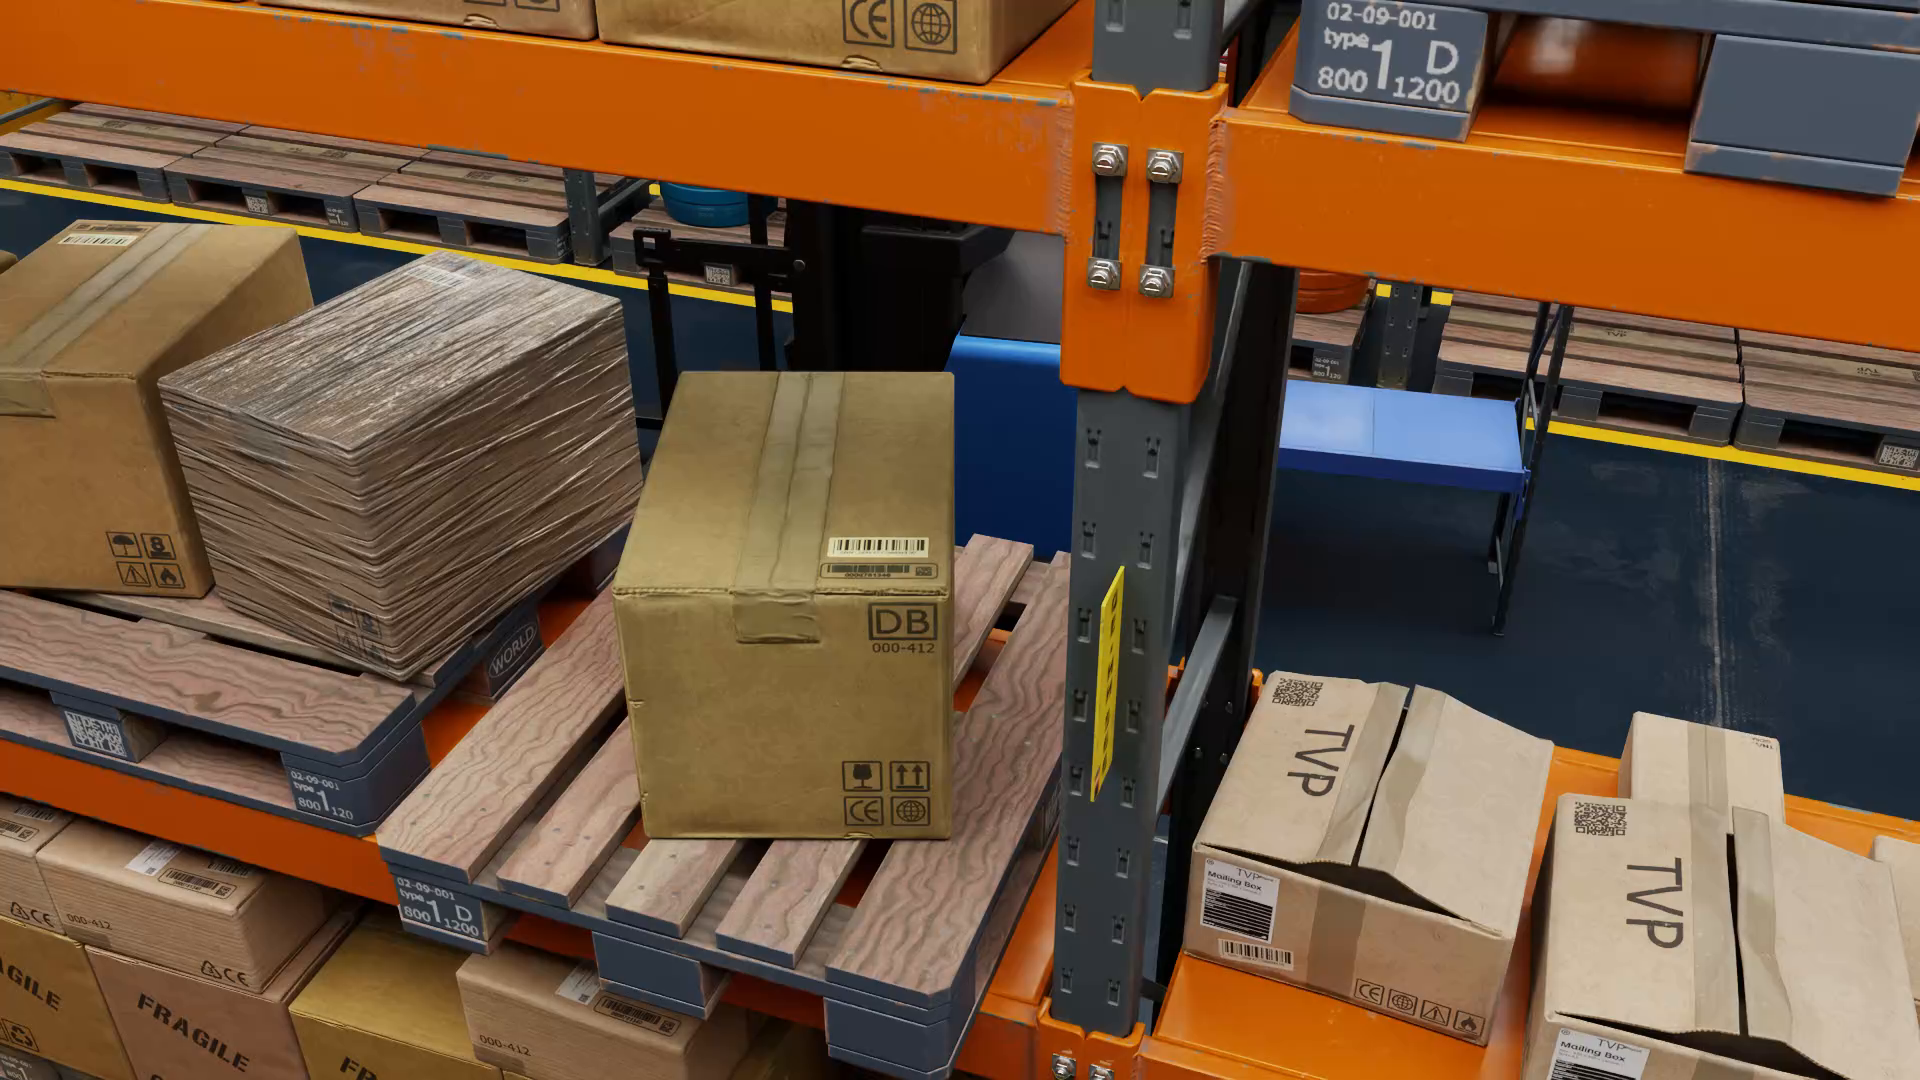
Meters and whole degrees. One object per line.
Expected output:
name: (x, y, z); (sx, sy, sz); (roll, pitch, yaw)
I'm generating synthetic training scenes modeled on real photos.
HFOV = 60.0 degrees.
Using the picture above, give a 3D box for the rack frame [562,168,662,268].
rack frame: (-1.722, -2.894, 7.967); (0.127, 3.000, 1.000); (11, 34, 16)

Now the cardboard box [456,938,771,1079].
cardboard box: (-0.645, 0.858, 3.364); (0.500, 0.250, 0.500); (12, 35, 18)

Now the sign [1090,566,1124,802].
sign: (0.195, 0.192, 2.192); (0.005, 0.325, 0.100); (11, 34, 16)

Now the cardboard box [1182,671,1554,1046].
cardboard box: (0.697, 0.493, 2.803); (0.500, 0.311, 0.500); (13, 35, 19)

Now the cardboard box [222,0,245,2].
cardboard box: (-1.023, -1.187, 2.465); (0.500, 0.500, 0.910); (11, 34, 16)

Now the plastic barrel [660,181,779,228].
plastic barrel: (-1.216, -2.080, 8.254); (0.708, 0.901, 0.600); (11, 34, 16)

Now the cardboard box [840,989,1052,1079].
cardboard box: (0.037, 1.003, 3.830); (0.500, 0.500, 0.500); (12, 35, 18)

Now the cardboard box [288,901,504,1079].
cardboard box: (-1.078, 1.086, 3.702); (0.500, 0.500, 0.500); (10, 34, 15)

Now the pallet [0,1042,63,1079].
pallet: (-2.618, 0.936, 4.606); (1.213, 0.211, 1.003); (11, 34, 16)

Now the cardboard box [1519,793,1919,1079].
cardboard box: (1.146, 0.667, 2.534); (0.500, 0.311, 0.500); (11, 34, 16)

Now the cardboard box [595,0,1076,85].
cardboard box: (-0.053, -0.998, 2.173); (0.500, 0.500, 0.910); (11, 34, 16)

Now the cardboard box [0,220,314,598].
cardboard box: (-1.713, -0.292, 3.457); (0.500, 0.500, 0.700); (3, 33, 4)

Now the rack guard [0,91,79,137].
rack guard: (-5.514, -2.573, 9.775); (0.348, 0.500, 1.175); (11, 34, 16)

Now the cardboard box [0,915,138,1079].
cardboard box: (-2.050, 0.900, 3.989); (0.500, 0.500, 0.500); (11, 35, 17)

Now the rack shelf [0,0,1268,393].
rack shelf: (-1.514, -0.957, 2.865); (4.000, 0.370, 1.077); (11, 34, 16)

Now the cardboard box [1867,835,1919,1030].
cardboard box: (1.588, 0.677, 2.668); (0.250, 0.149, 0.380); (14, 35, 20)

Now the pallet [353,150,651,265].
pallet: (-2.427, -1.837, 8.901); (1.213, 0.211, 1.003); (11, 34, 16)

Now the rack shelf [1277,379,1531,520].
rack shelf: (1.413, -0.338, 5.723); (1.000, 0.185, 0.538); (7, 33, 10)

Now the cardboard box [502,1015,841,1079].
cardboard box: (-0.591, 1.181, 3.555); (0.500, 0.500, 0.500); (12, 35, 18)

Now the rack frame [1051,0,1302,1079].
rack frame: (0.368, 0.368, 2.914); (0.053, 2.616, 0.949); (11, 34, 16)

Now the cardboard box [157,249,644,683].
cardboard box: (-1.058, -0.174, 3.275); (0.500, 0.500, 0.700); (18, 37, 25)

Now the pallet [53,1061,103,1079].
pallet: (-1.466, 1.158, 4.262); (1.213, 0.211, 1.003); (11, 34, 16)

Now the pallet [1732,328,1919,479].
pallet: (3.904, -0.605, 6.992); (1.213, 0.211, 1.003); (11, 34, 16)

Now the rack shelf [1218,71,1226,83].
rack shelf: (0.161, -2.226, 7.595); (4.000, 0.370, 1.077); (11, 34, 16)

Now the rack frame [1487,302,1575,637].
rack frame: (1.910, -0.430, 5.533); (0.032, 1.500, 0.500); (7, 33, 10)

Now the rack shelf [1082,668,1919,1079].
rack shelf: (2.252, 1.035, 2.545); (4.000, 0.370, 1.077); (11, 34, 16)

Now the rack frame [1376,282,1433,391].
rack frame: (2.044, -2.162, 6.833); (0.127, 3.000, 1.000); (11, 34, 16)

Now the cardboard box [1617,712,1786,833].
cardboard box: (1.309, 0.496, 2.948); (0.250, 0.149, 0.380); (11, 34, 16)

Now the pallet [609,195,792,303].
pallet: (-1.010, -1.560, 8.471); (1.213, 0.211, 1.003); (11, 34, 16)

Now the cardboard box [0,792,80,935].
cardboard box: (-2.082, 0.581, 3.792); (0.500, 0.250, 0.500); (11, 34, 17)

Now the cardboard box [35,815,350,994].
cardboard box: (-1.610, 0.673, 3.651); (0.500, 0.250, 0.500); (10, 34, 16)

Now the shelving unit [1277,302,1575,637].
shelving unit: (1.413, -0.490, 5.626); (1.048, 1.500, 0.538); (7, 33, 10)

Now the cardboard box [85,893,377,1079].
cardboard box: (-1.574, 0.993, 3.845); (0.500, 0.500, 0.500); (10, 34, 15)

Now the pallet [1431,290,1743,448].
pallet: (2.760, -0.829, 7.339); (1.213, 0.211, 1.003); (11, 34, 16)

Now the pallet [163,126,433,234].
pallet: (-3.580, -2.059, 9.245); (1.213, 0.211, 1.003); (11, 34, 16)

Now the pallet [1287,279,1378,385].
pallet: (1.287, -1.113, 7.780); (1.213, 0.211, 1.003); (11, 34, 16)

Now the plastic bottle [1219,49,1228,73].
plastic bottle: (1.107, -2.025, 6.804); (0.097, 0.201, 0.097); (0, 33, 0)

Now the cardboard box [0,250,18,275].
cardboard box: (-2.357, -0.289, 3.453); (0.500, 0.500, 0.700); (17, 36, 24)

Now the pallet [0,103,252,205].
pallet: (-4.724, -2.284, 9.592); (1.213, 0.211, 1.003); (11, 34, 16)

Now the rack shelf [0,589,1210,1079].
rack shelf: (-1.514, 0.303, 3.679); (4.000, 0.370, 1.077); (11, 34, 16)

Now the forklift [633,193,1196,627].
forklift: (-0.611, -1.304, 5.568); (3.031, 2.935, 1.130); (7, 33, 10)

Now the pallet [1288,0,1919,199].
pallet: (1.038, -0.736, 2.033); (1.003, 0.211, 1.213); (13, 35, 19)

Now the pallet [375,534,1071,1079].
pallet: (-0.293, 0.359, 3.105); (1.003, 0.211, 1.213); (11, 34, 16)

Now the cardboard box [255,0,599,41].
cardboard box: (-0.533, -1.091, 2.317); (0.500, 0.500, 0.910); (11, 34, 16)

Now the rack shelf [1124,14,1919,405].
rack shelf: (2.252, -0.225, 1.731); (4.000, 0.370, 1.077); (11, 34, 16)

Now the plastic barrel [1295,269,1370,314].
plastic barrel: (1.577, -1.507, 7.433); (0.708, 0.830, 0.600); (11, 34, 16)

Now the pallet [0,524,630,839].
pallet: (-1.463, 0.094, 3.516); (1.213, 0.211, 1.003); (11, 34, 16)

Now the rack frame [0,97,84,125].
rack frame: (-5.487, -3.626, 9.100); (0.127, 3.000, 1.000); (11, 34, 16)

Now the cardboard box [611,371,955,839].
cardboard box: (-0.262, 0.091, 2.865); (0.500, 0.500, 0.700); (0, 33, 0)
